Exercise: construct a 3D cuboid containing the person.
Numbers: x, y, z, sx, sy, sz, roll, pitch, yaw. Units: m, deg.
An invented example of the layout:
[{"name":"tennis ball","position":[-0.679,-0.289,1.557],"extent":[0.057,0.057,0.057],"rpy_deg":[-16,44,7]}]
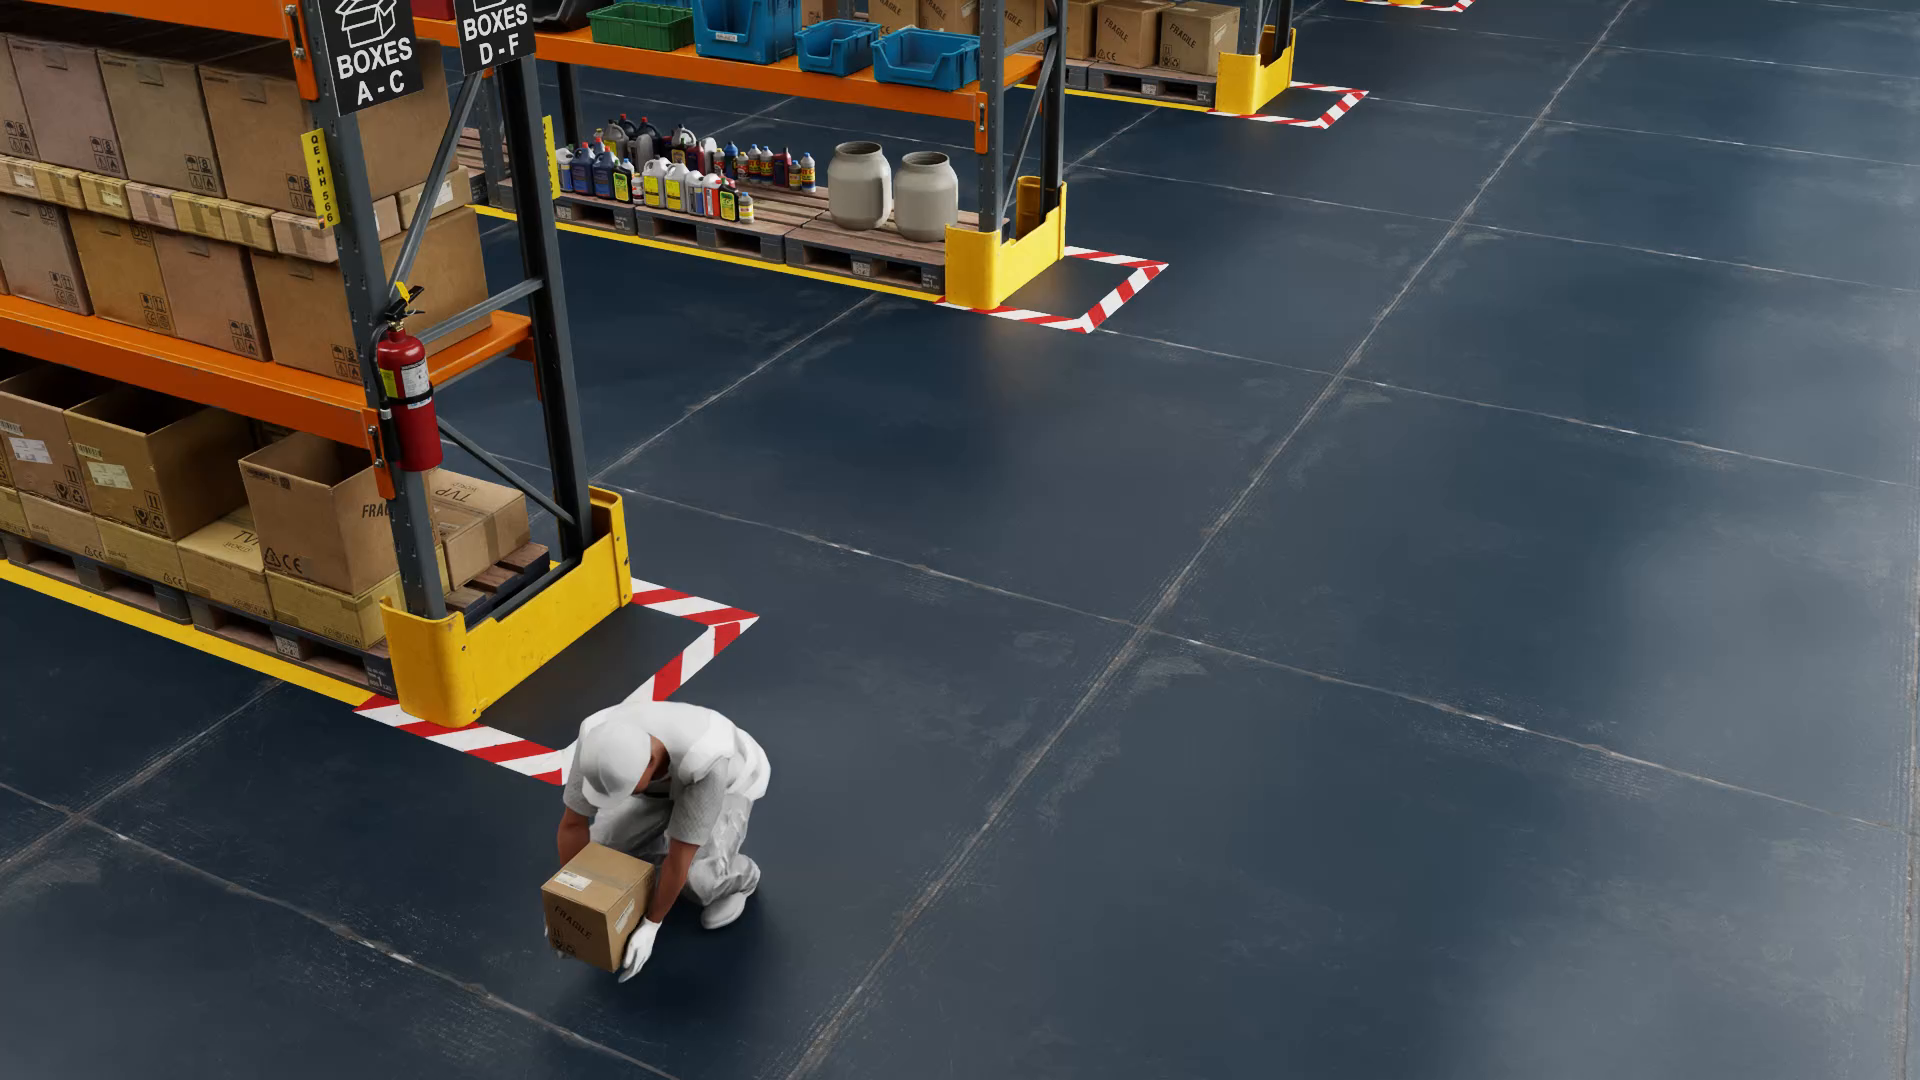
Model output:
[{"name":"person","position":[-0.960,0.861,5.410],"extent":[0.567,0.993,0.899],"rpy_deg":[14,33,23]}]
